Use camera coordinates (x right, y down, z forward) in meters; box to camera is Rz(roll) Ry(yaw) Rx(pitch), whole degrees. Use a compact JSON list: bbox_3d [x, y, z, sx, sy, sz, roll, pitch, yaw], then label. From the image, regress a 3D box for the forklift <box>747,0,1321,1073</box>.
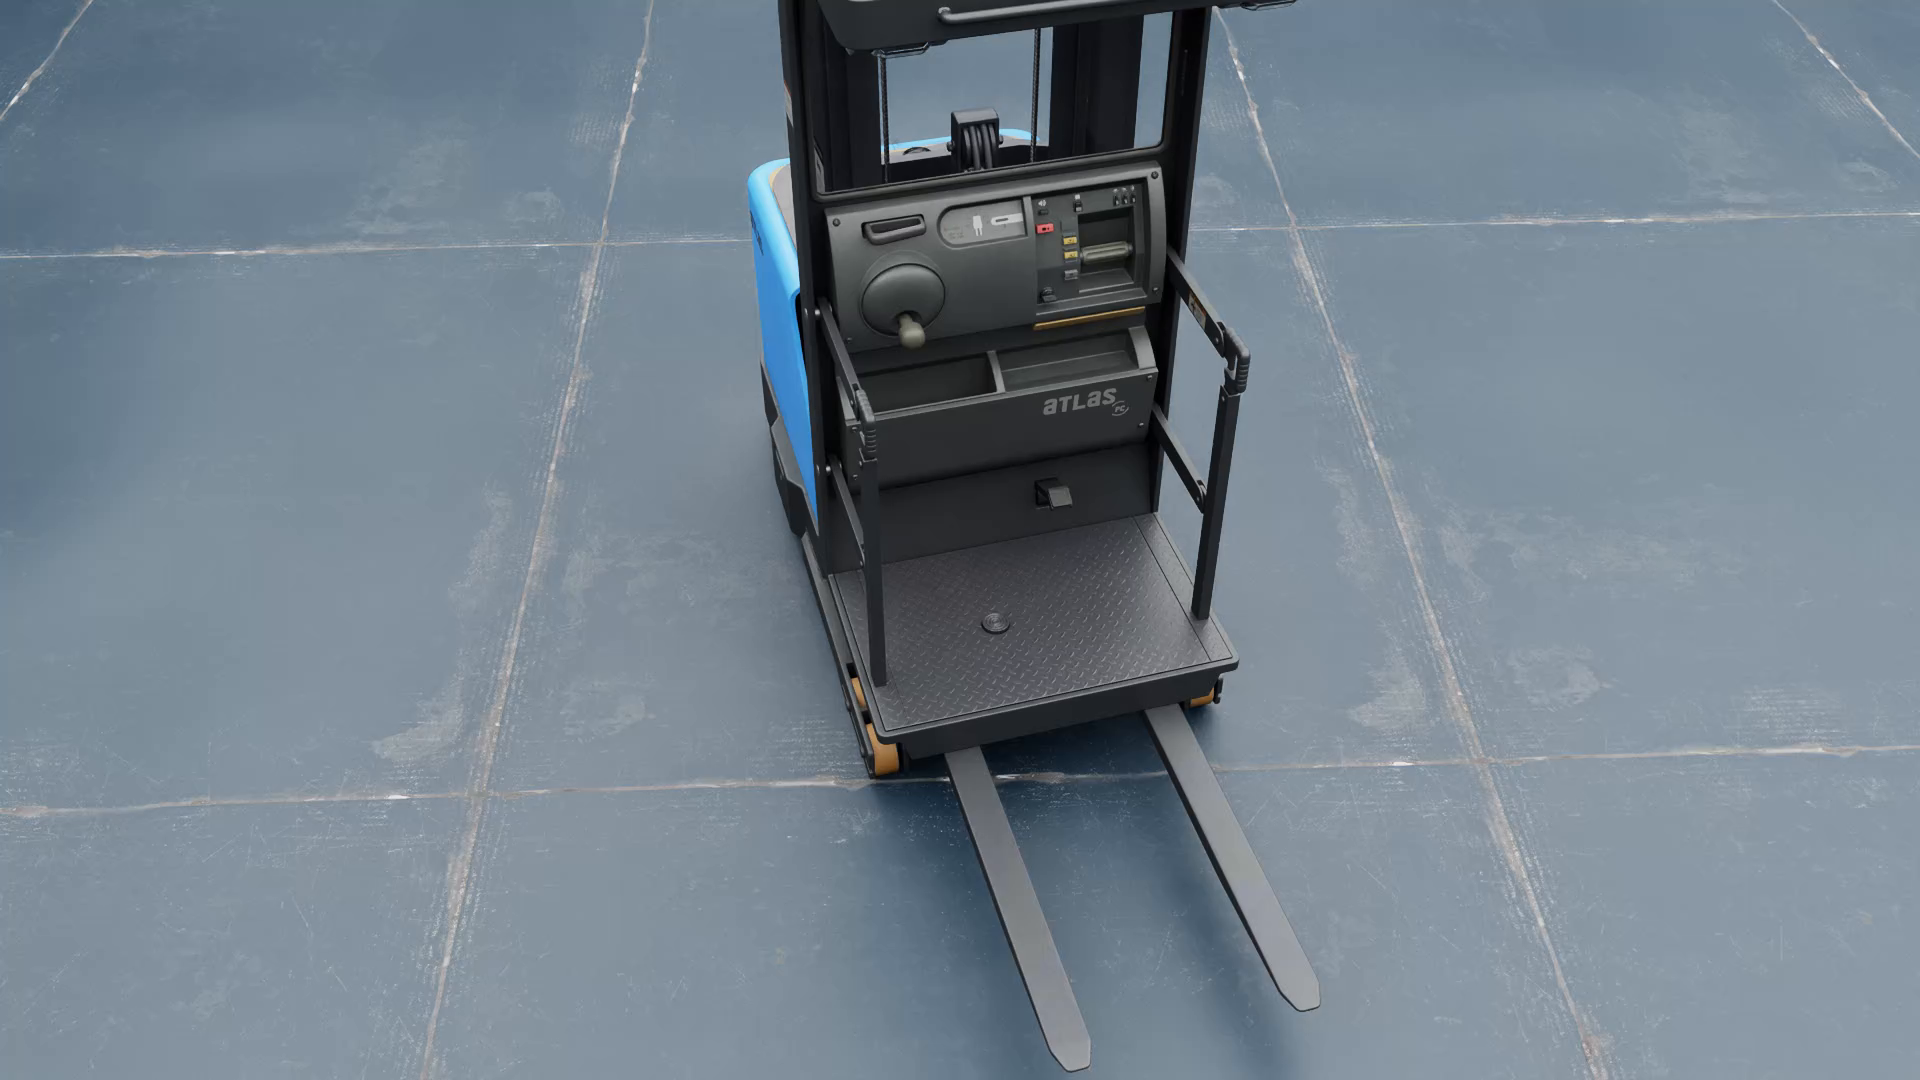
[{"bbox_3d":[0.169,-0.676,4.318,1.130,2.935,3.031,-11,44,-12],"label":"forklift"}]
